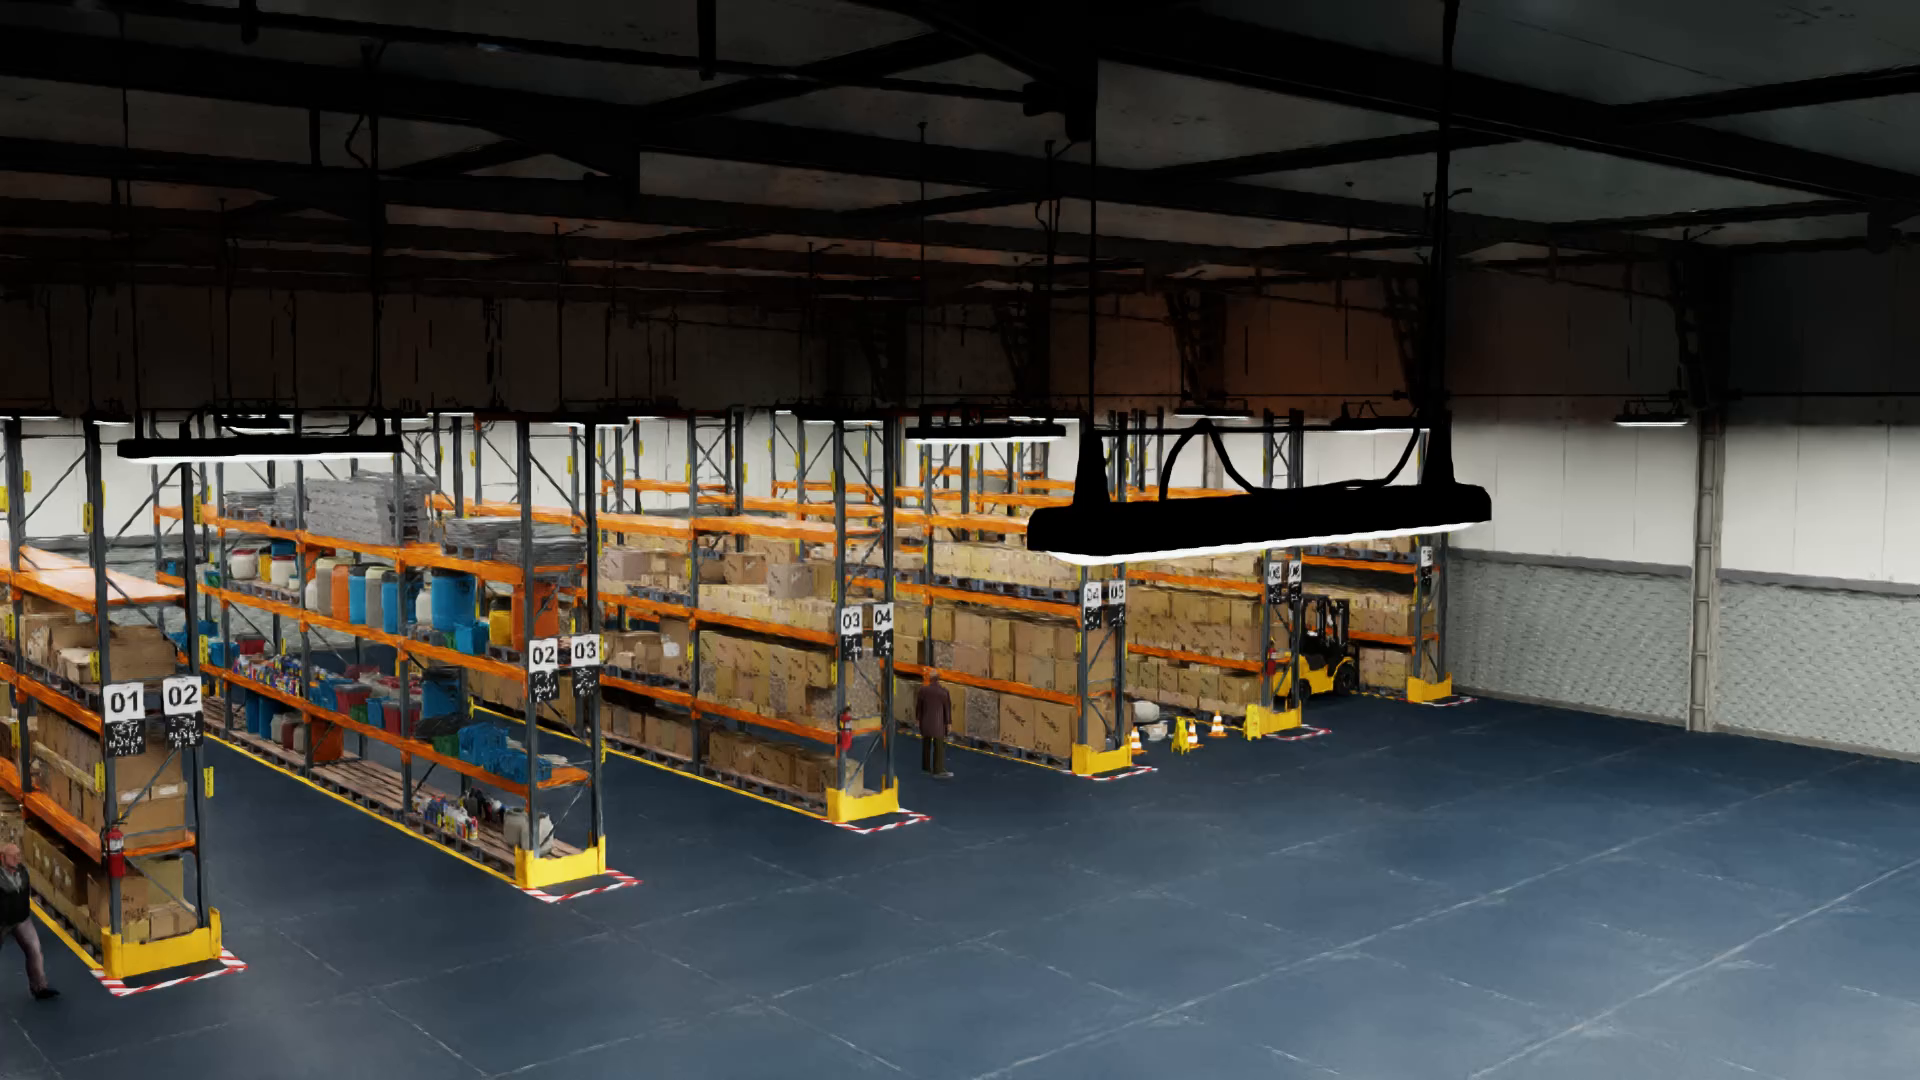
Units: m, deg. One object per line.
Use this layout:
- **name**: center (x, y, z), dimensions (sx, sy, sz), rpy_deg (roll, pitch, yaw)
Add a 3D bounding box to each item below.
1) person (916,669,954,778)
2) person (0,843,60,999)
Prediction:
- **person**: center (-0.412, 3.066, 27.496), dimensions (0.654, 1.675, 0.522), rpy_deg (2, 5, 22)
- **person**: center (-9.930, 3.981, 17.346), dimensions (0.959, 1.678, 0.574), rpy_deg (3, 6, 27)
